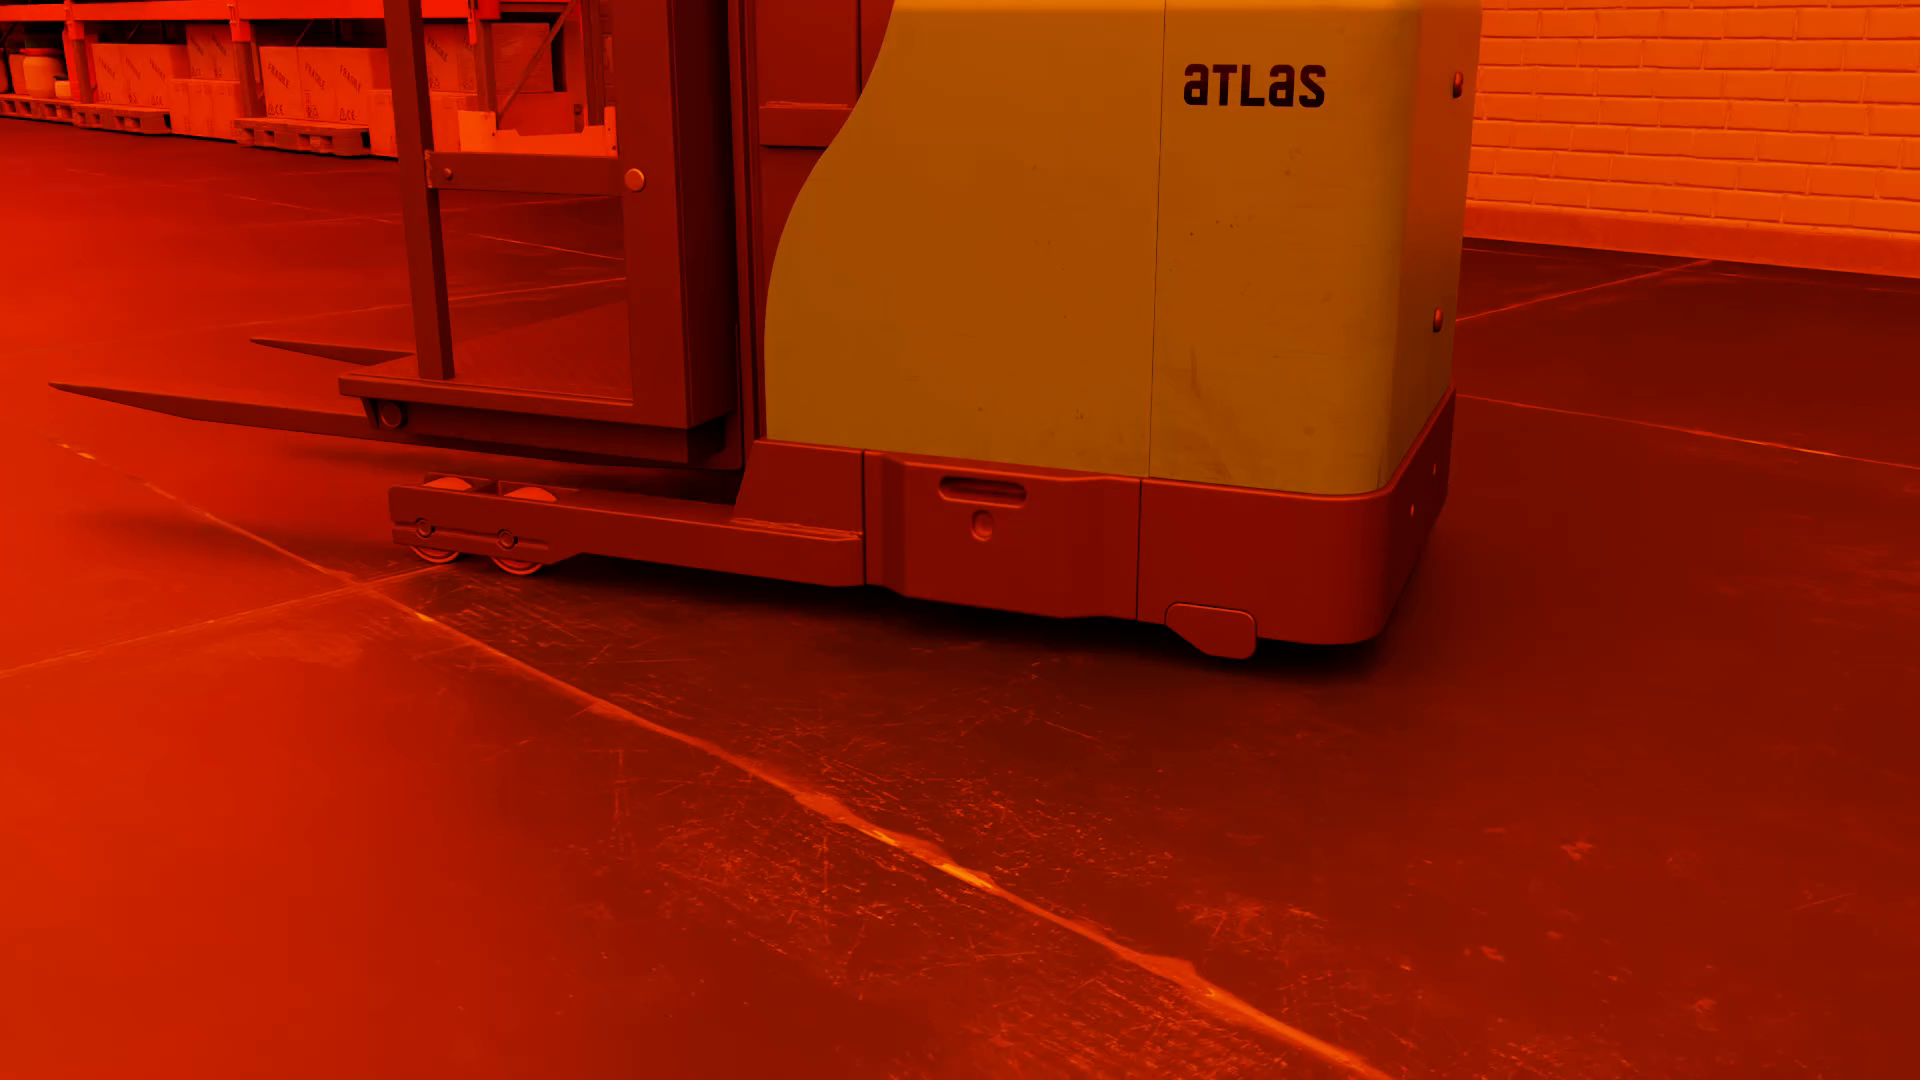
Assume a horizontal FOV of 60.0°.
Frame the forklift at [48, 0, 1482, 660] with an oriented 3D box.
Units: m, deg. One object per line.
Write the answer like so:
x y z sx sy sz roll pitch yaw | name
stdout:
-0.563 -1.469 3.184 3.031 2.935 1.130 7 18 21 | forklift
